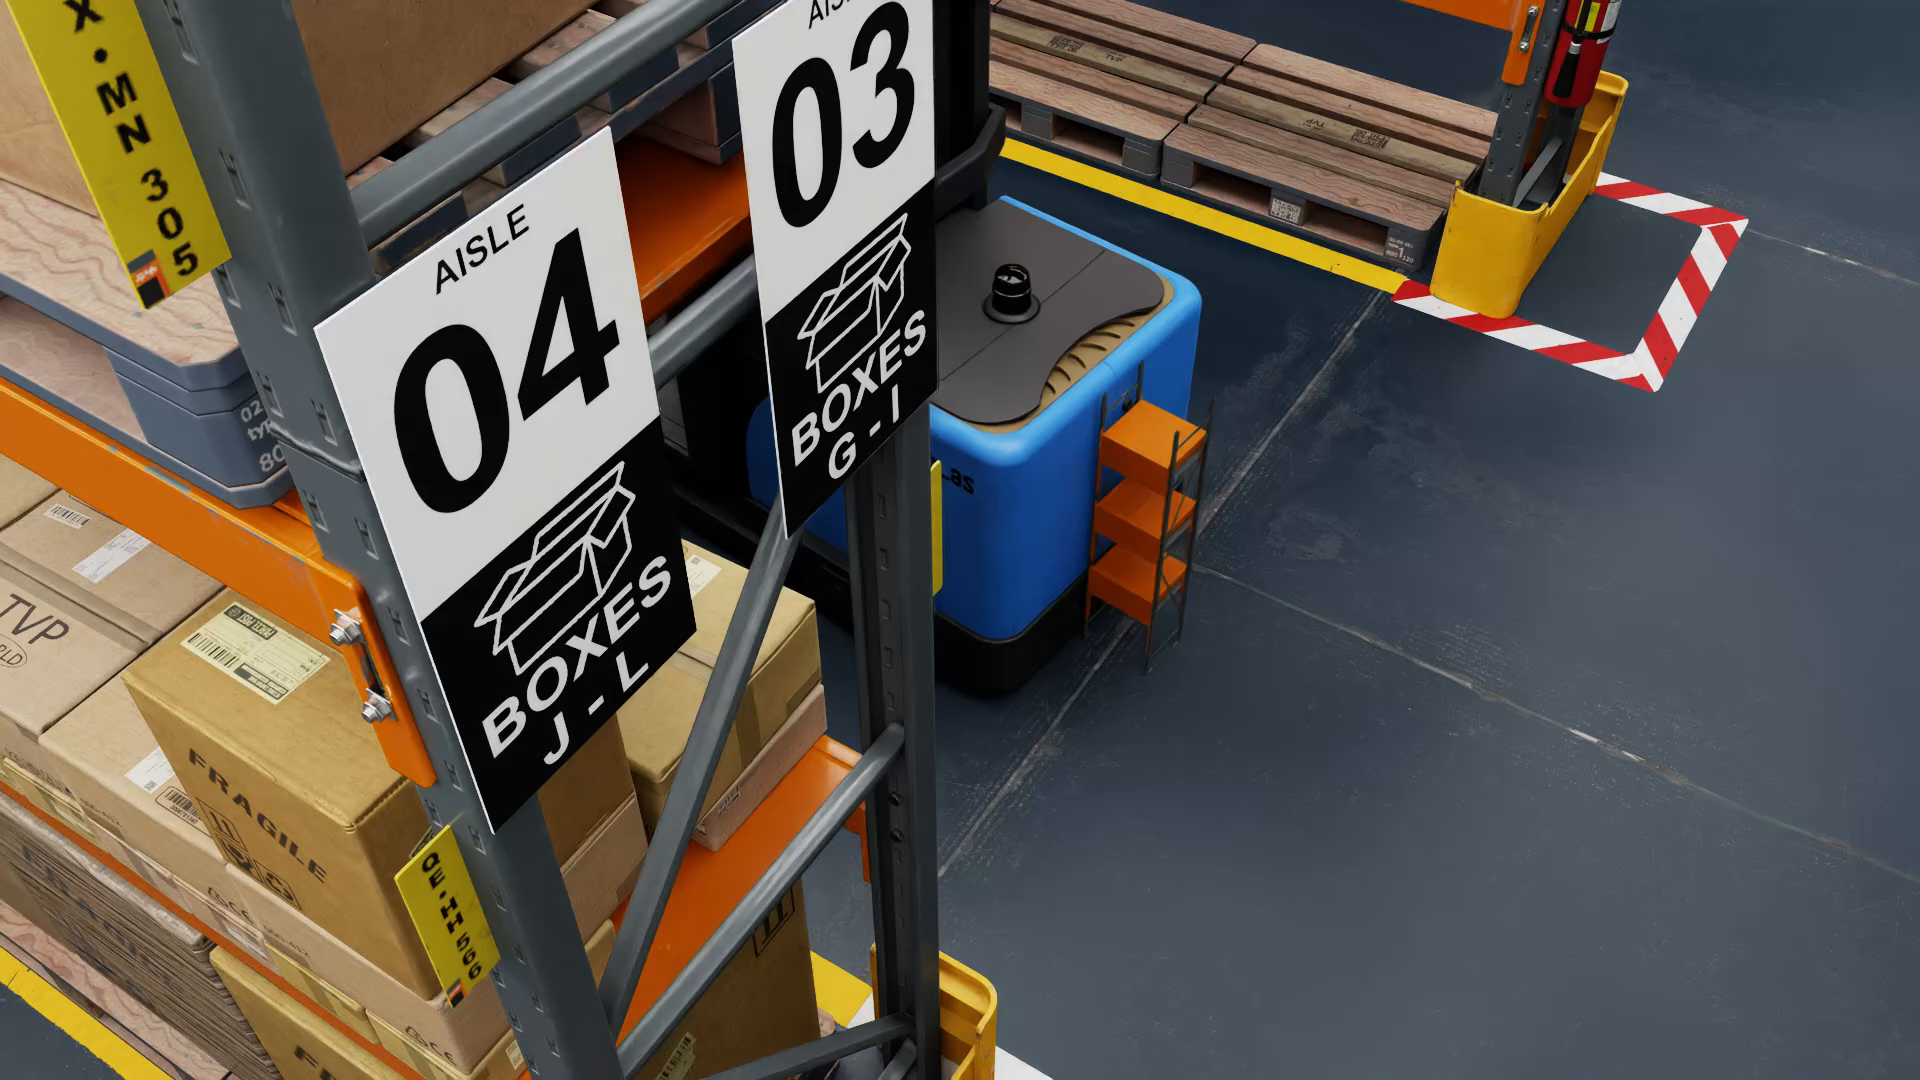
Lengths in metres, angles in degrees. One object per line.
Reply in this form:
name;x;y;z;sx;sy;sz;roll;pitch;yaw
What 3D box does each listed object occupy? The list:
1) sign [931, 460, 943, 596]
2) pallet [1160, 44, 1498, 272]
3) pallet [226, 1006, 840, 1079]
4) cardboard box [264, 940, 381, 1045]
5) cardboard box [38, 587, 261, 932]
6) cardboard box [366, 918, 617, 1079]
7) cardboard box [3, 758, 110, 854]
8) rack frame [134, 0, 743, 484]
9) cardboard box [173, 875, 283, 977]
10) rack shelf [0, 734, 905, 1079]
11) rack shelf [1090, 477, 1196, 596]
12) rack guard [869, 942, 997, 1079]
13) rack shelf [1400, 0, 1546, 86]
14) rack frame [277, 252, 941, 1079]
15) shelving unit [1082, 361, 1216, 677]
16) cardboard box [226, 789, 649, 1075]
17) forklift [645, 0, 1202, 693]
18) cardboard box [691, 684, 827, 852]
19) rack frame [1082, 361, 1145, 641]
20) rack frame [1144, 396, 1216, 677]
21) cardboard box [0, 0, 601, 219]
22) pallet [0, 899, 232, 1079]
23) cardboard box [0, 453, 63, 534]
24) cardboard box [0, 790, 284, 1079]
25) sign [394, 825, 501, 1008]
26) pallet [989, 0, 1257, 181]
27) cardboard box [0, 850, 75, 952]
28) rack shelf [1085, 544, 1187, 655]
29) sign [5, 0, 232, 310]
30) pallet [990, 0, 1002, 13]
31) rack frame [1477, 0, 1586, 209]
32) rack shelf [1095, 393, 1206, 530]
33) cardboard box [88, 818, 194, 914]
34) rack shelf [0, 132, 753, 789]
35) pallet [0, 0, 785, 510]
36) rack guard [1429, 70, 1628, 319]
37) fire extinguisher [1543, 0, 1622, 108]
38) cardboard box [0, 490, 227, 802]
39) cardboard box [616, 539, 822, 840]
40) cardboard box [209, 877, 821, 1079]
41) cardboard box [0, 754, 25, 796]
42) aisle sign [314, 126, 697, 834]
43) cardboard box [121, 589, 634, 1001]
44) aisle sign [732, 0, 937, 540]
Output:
sign;-0.062;0.003;2.997;0.005;0.325;0.100;25;51;22
pallet;1.635;-1.696;7.251;1.213;0.211;1.003;25;51;22
pallet;-1.081;1.374;4.268;1.213;0.211;1.003;25;51;22
cardboard box;-1.063;0.714;3.140;0.250;0.149;0.380;25;51;22
cardboard box;-1.344;0.389;3.178;0.500;0.250;0.500;24;50;21
cardboard box;-0.844;0.813;3.043;0.250;0.149;0.380;26;51;23
cardboard box;-1.704;0.419;3.427;0.250;0.149;0.380;24;50;21
rack frame;-0.366;-1.426;0.861;0.127;3.000;1.000;25;51;22
cardboard box;-1.275;0.615;3.236;0.250;0.149;0.380;25;51;22
rack shelf;-2.050;0.141;4.023;4.000;0.370;1.077;25;51;22
rack shelf;0.560;-0.031;5.063;0.240;0.259;0.215;30;53;26
rack guard;-0.346;1.545;3.900;0.348;0.500;1.175;25;51;22
rack shelf;0.624;-2.849;6.928;4.000;0.370;1.077;25;51;22
rack frame;-0.366;0.665;3.013;0.127;3.000;1.000;25;51;22
shelving unit;0.560;-0.039;5.056;0.252;1.050;0.215;30;53;26
cardboard box;-0.917;0.586;2.986;0.500;0.250;0.500;24;50;22
forklift;-0.716;-1.438;5.104;3.031;2.935;1.130;30;53;26
cardboard box;-0.487;0.416;3.430;0.250;0.149;0.380;25;51;23
rack frame;0.465;-0.094;5.109;0.008;1.050;0.200;30;53;26
rack frame;0.655;0.016;5.002;0.008;1.050;0.200;30;53;26
cardboard box;-0.833;-0.766;1.879;0.500;0.500;0.700;22;50;20
pallet;-2.104;0.901;4.727;1.213;0.211;1.003;25;51;22
cardboard box;-2.213;-0.007;3.562;0.500;0.250;0.500;25;51;22
cardboard box;-1.714;0.707;4.160;0.875;0.875;0.875;25;51;22
sign;-0.671;0.501;2.199;0.005;0.325;0.100;25;51;22
pallet;0.612;-2.169;7.711;1.213;0.211;1.003;25;51;22
cardboard box;-2.463;0.362;4.495;0.875;0.875;0.875;25;51;22
rack shelf;0.560;0.162;5.262;0.240;0.259;0.215;30;53;26
sign;-0.671;-0.339;1.335;0.005;0.325;0.100;25;51;22
pallet;-0.419;-2.641;8.169;1.213;0.211;1.003;25;51;22
rack frame;2.308;-2.325;5.918;0.127;3.000;1.000;25;51;22
rack shelf;0.560;-0.229;4.860;0.240;0.259;0.215;30;53;26
cardboard box;-1.485;0.518;3.330;0.250;0.149;0.380;26;51;23
rack shelf;-2.050;-0.904;2.947;4.000;0.370;1.077;25;51;22
pallet;-0.996;-0.631;2.242;1.213;0.211;1.003;25;51;22
rack guard;2.335;-1.453;6.813;0.348;0.500;1.175;25;51;22
fire extinguisher;2.189;-1.836;5.756;0.183;0.674;0.296;25;51;22
cardboard box;-1.773;0.192;3.369;0.500;0.250;0.500;23;50;21
cardboard box;-0.624;0.264;3.299;0.500;0.250;0.500;23;50;21
cardboard box;-0.948;1.059;3.818;0.875;0.875;0.875;25;51;22
cardboard box;-1.923;0.319;3.524;0.250;0.149;0.380;25;51;22
aisle sign;-0.468;-0.032;1.877;0.004;0.787;0.394;25;51;22
cardboard box;-0.918;0.322;2.720;0.500;0.500;0.500;25;51;23
aisle sign;-0.144;-0.395;2.229;0.004;0.787;0.394;25;51;22
